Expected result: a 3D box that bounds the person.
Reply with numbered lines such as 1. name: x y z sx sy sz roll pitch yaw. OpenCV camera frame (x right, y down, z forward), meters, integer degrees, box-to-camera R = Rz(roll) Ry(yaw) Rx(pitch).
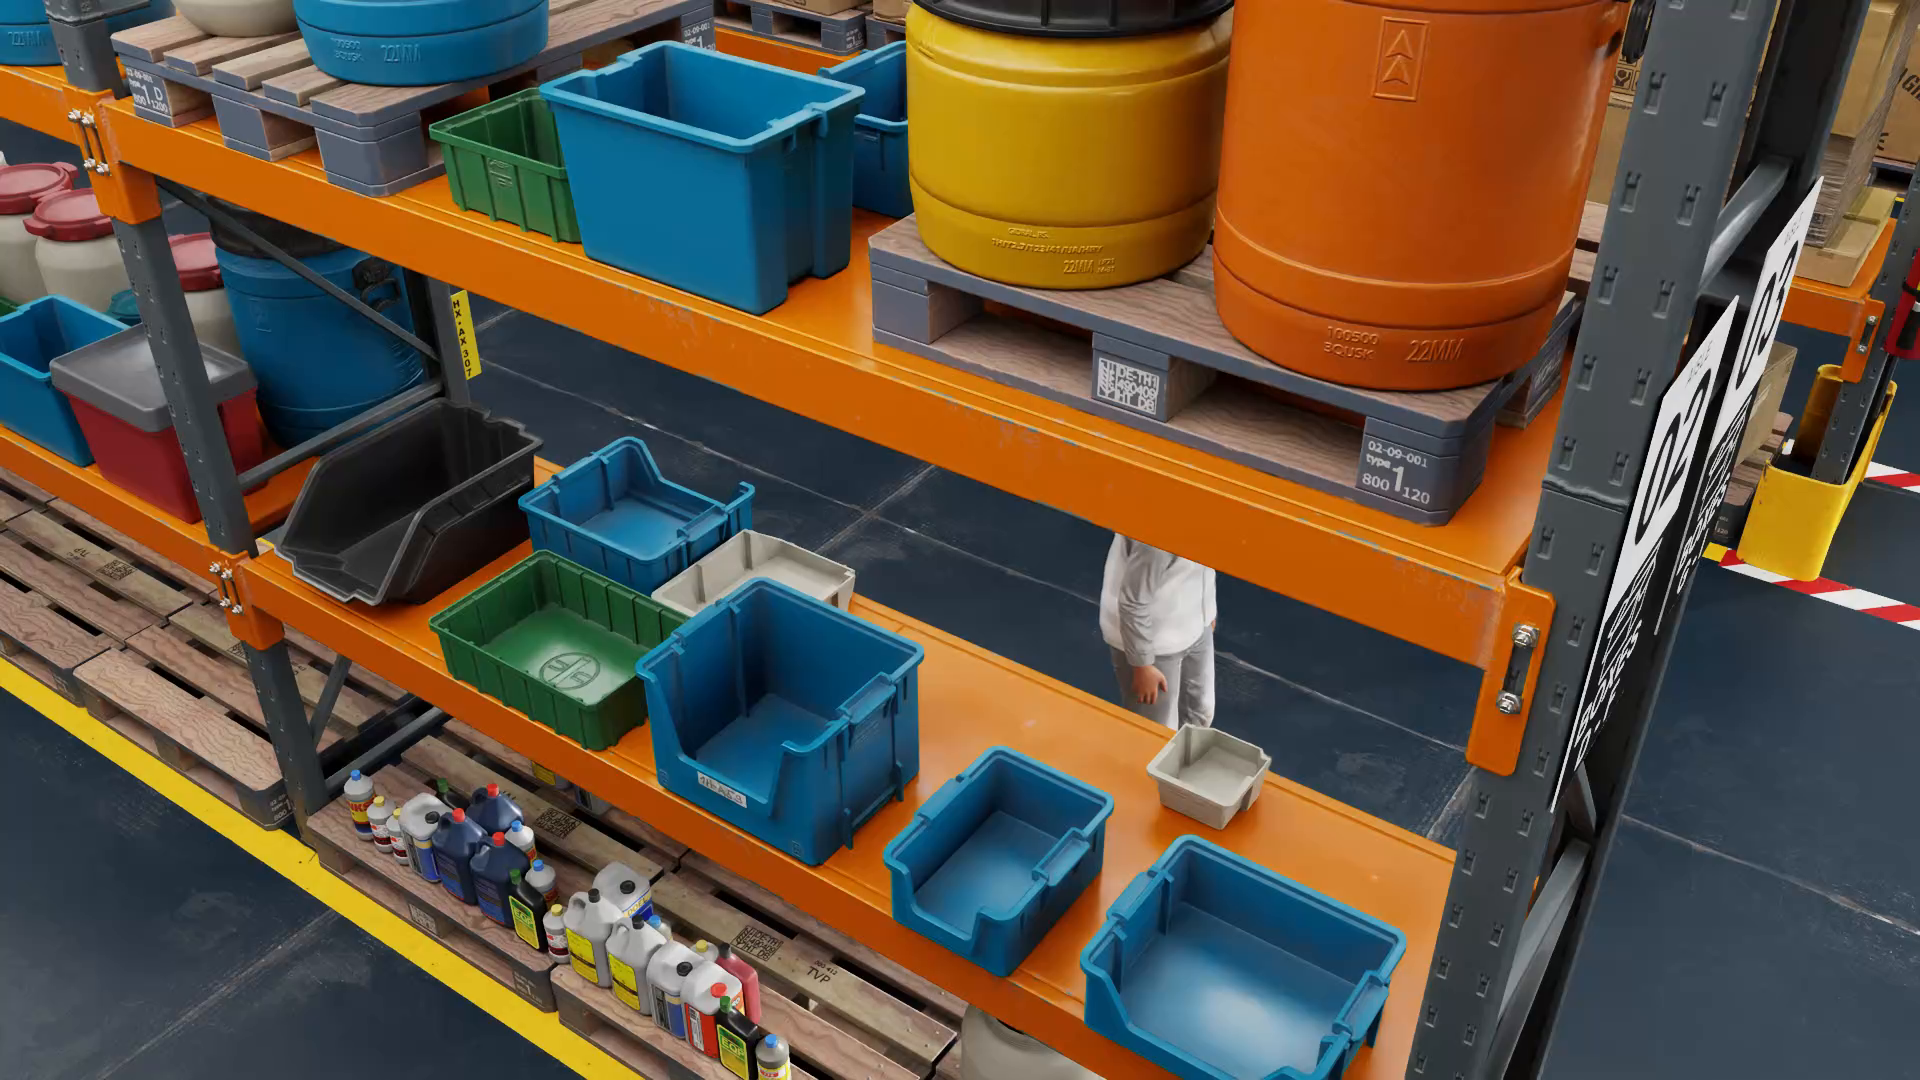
1. person: 0.723 0.305 5.674 0.476 1.770 0.584 19 39 26
